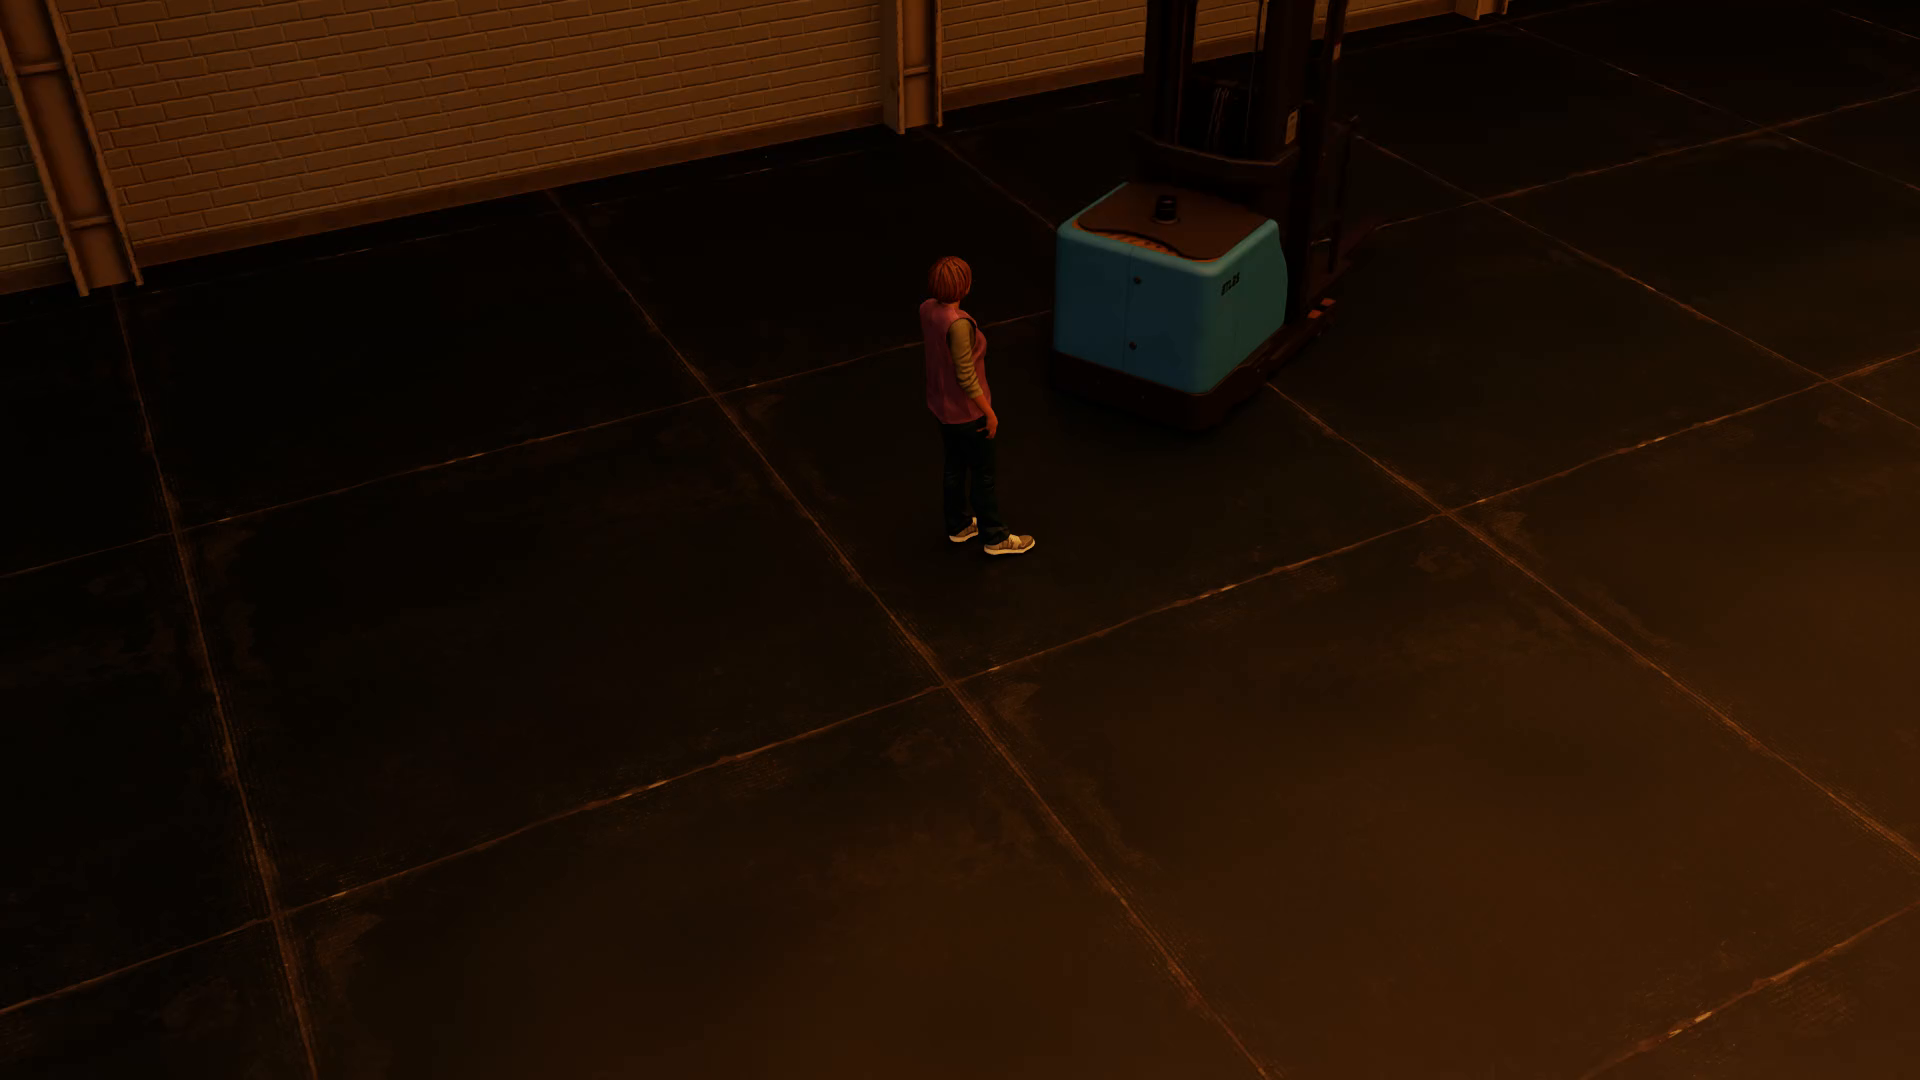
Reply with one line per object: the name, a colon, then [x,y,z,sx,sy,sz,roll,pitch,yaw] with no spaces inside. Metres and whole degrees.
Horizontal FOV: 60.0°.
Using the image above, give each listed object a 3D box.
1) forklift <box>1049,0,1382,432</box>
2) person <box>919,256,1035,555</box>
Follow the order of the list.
forklift: [1.770,-2.620,9.829,1.130,2.935,3.031,21,41,27]
person: [0.072,-0.671,8.216,0.473,1.599,0.521,-17,39,-23]
